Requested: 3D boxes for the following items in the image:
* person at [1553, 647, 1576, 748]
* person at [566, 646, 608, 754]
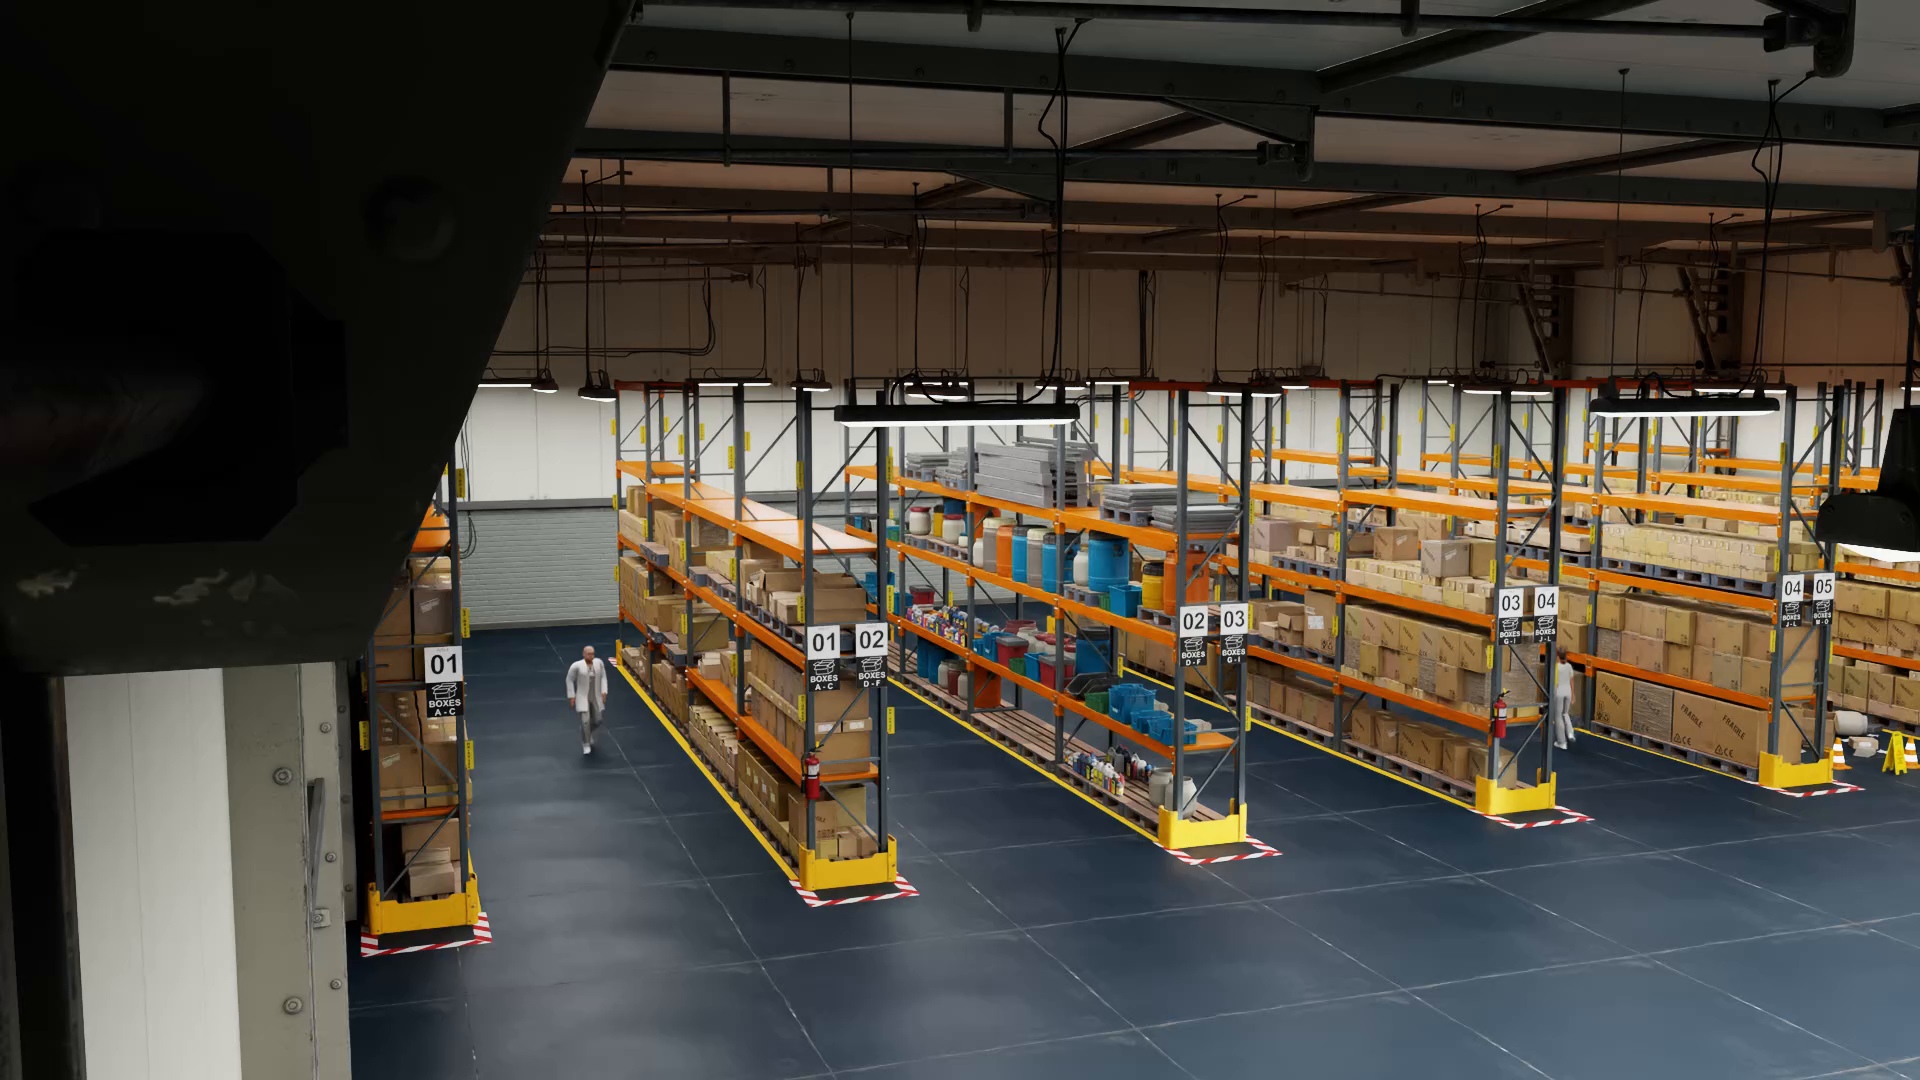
[{"bbox_3d":[9.943,2.598,27.460,0.491,1.660,0.471,-1,6,-11],"label":"person"},{"bbox_3d":[-6.140,2.589,27.295,0.669,1.750,0.753,-4,7,-34],"label":"person"}]
